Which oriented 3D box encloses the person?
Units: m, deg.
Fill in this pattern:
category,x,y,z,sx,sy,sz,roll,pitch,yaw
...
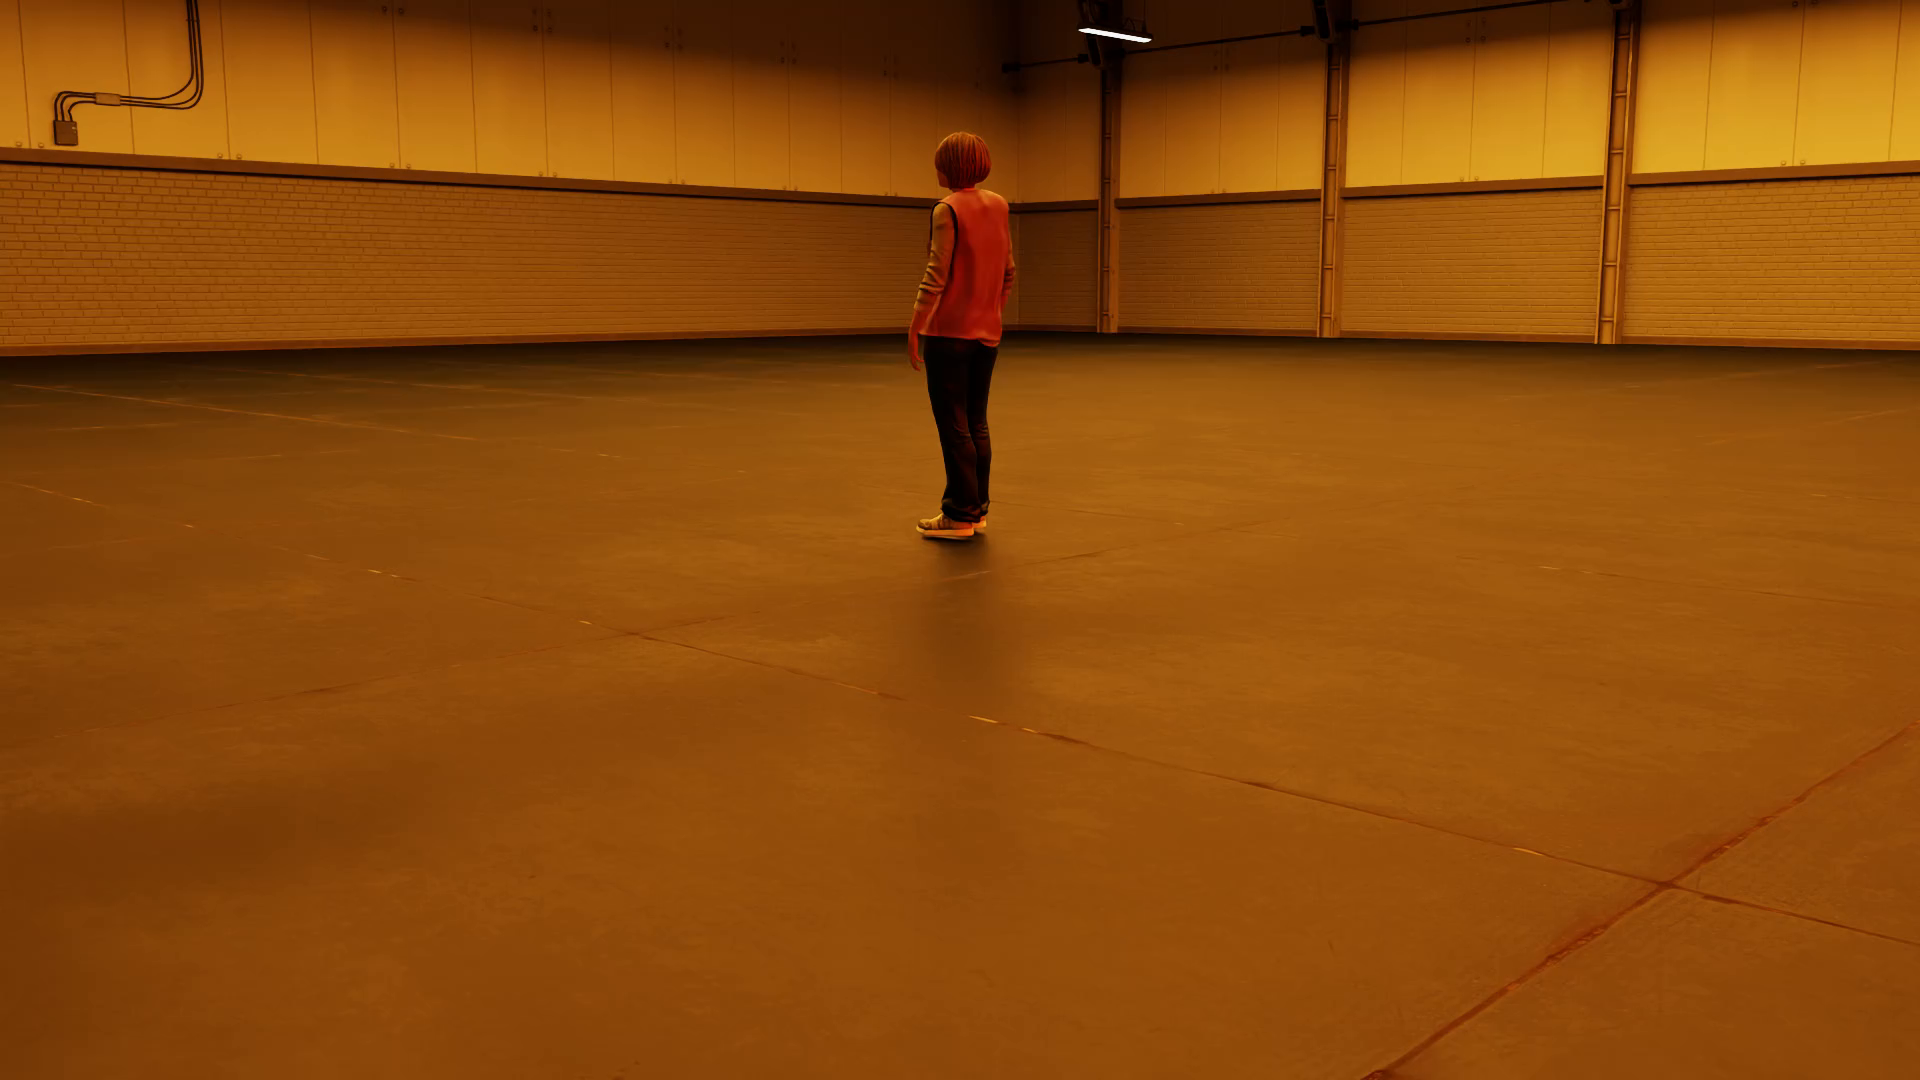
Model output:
category,x,y,z,sx,sy,sz,roll,pitch,yaw
person,-0.043,-0.806,6.658,0.476,1.597,0.520,8,12,43
